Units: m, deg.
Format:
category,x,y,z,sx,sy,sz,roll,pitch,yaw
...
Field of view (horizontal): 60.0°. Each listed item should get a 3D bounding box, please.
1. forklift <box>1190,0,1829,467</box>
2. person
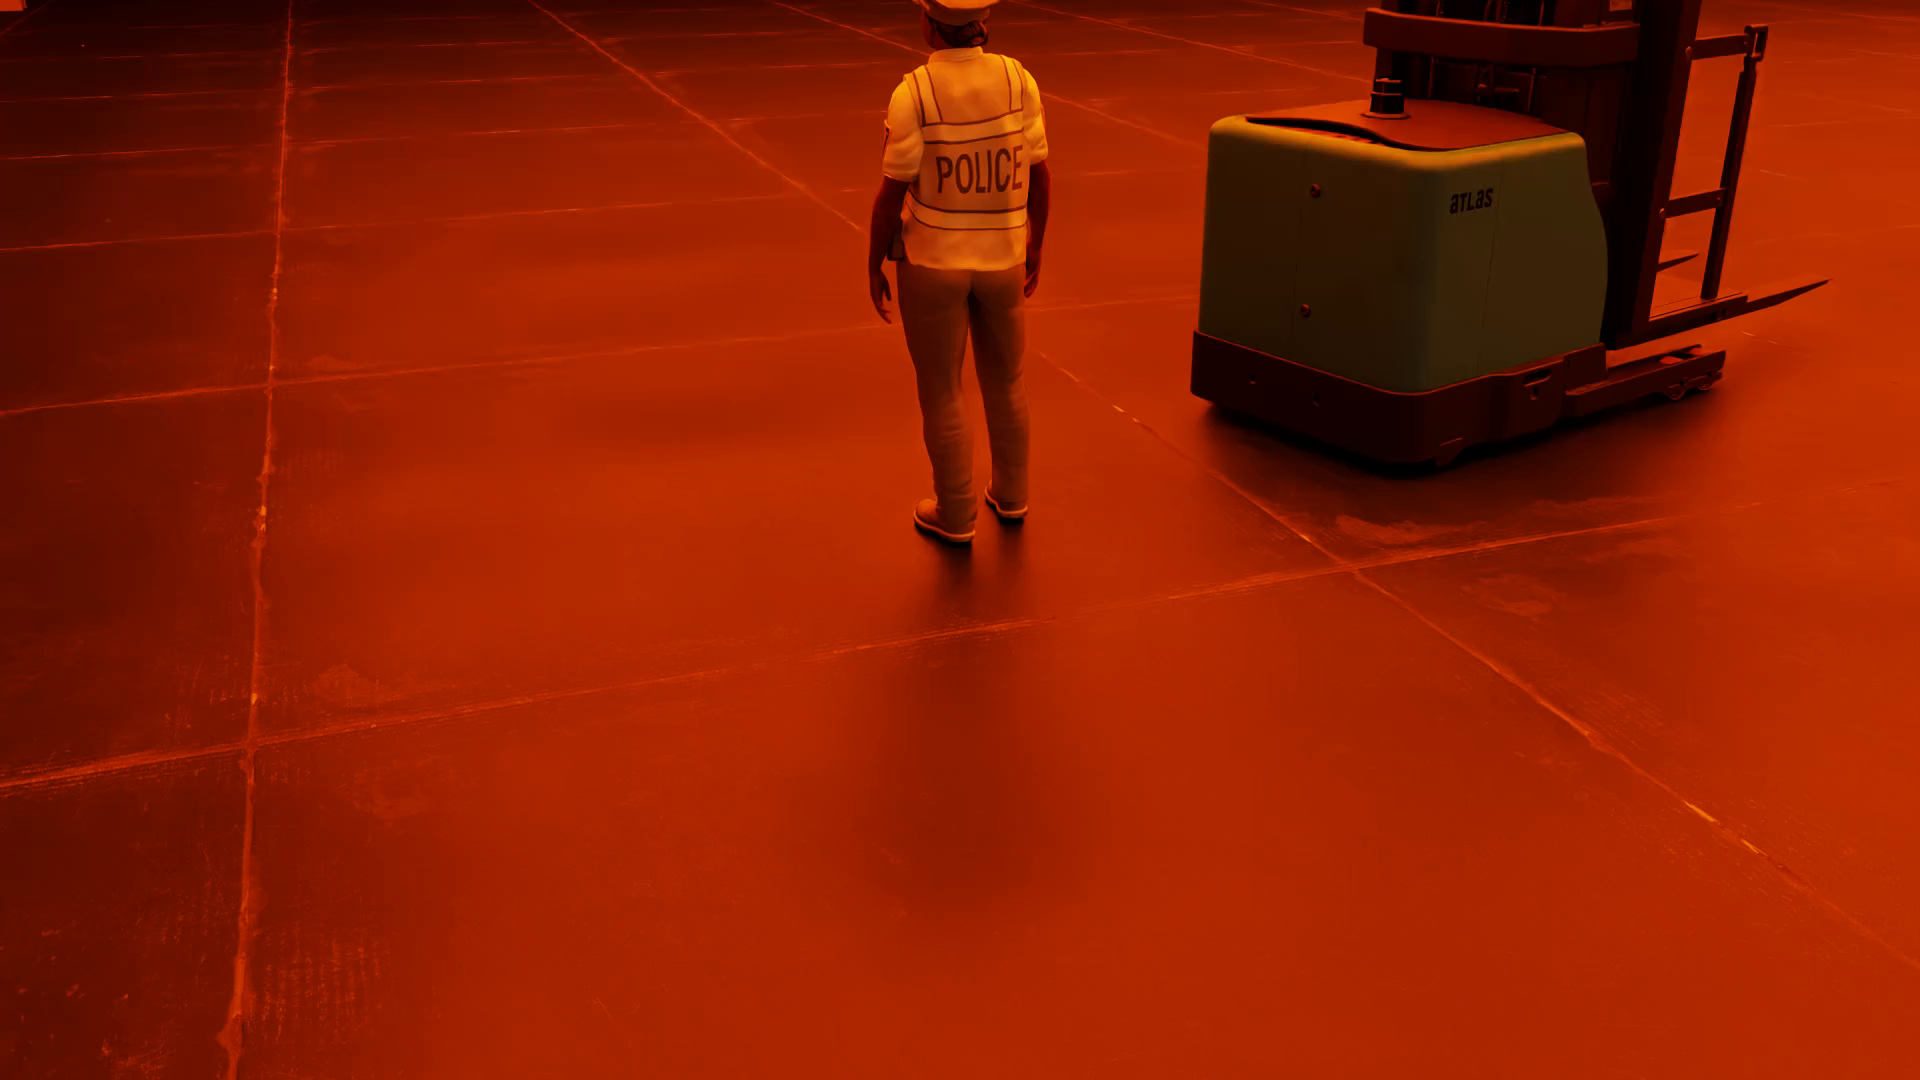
category,x,y,z,sx,sy,sz,roll,pitch,yaw
forklift,2.347,-2.032,6.131,3.031,2.935,1.130,-16,28,-33
person,-0.008,-0.817,4.820,0.570,1.694,0.528,-8,24,-18
